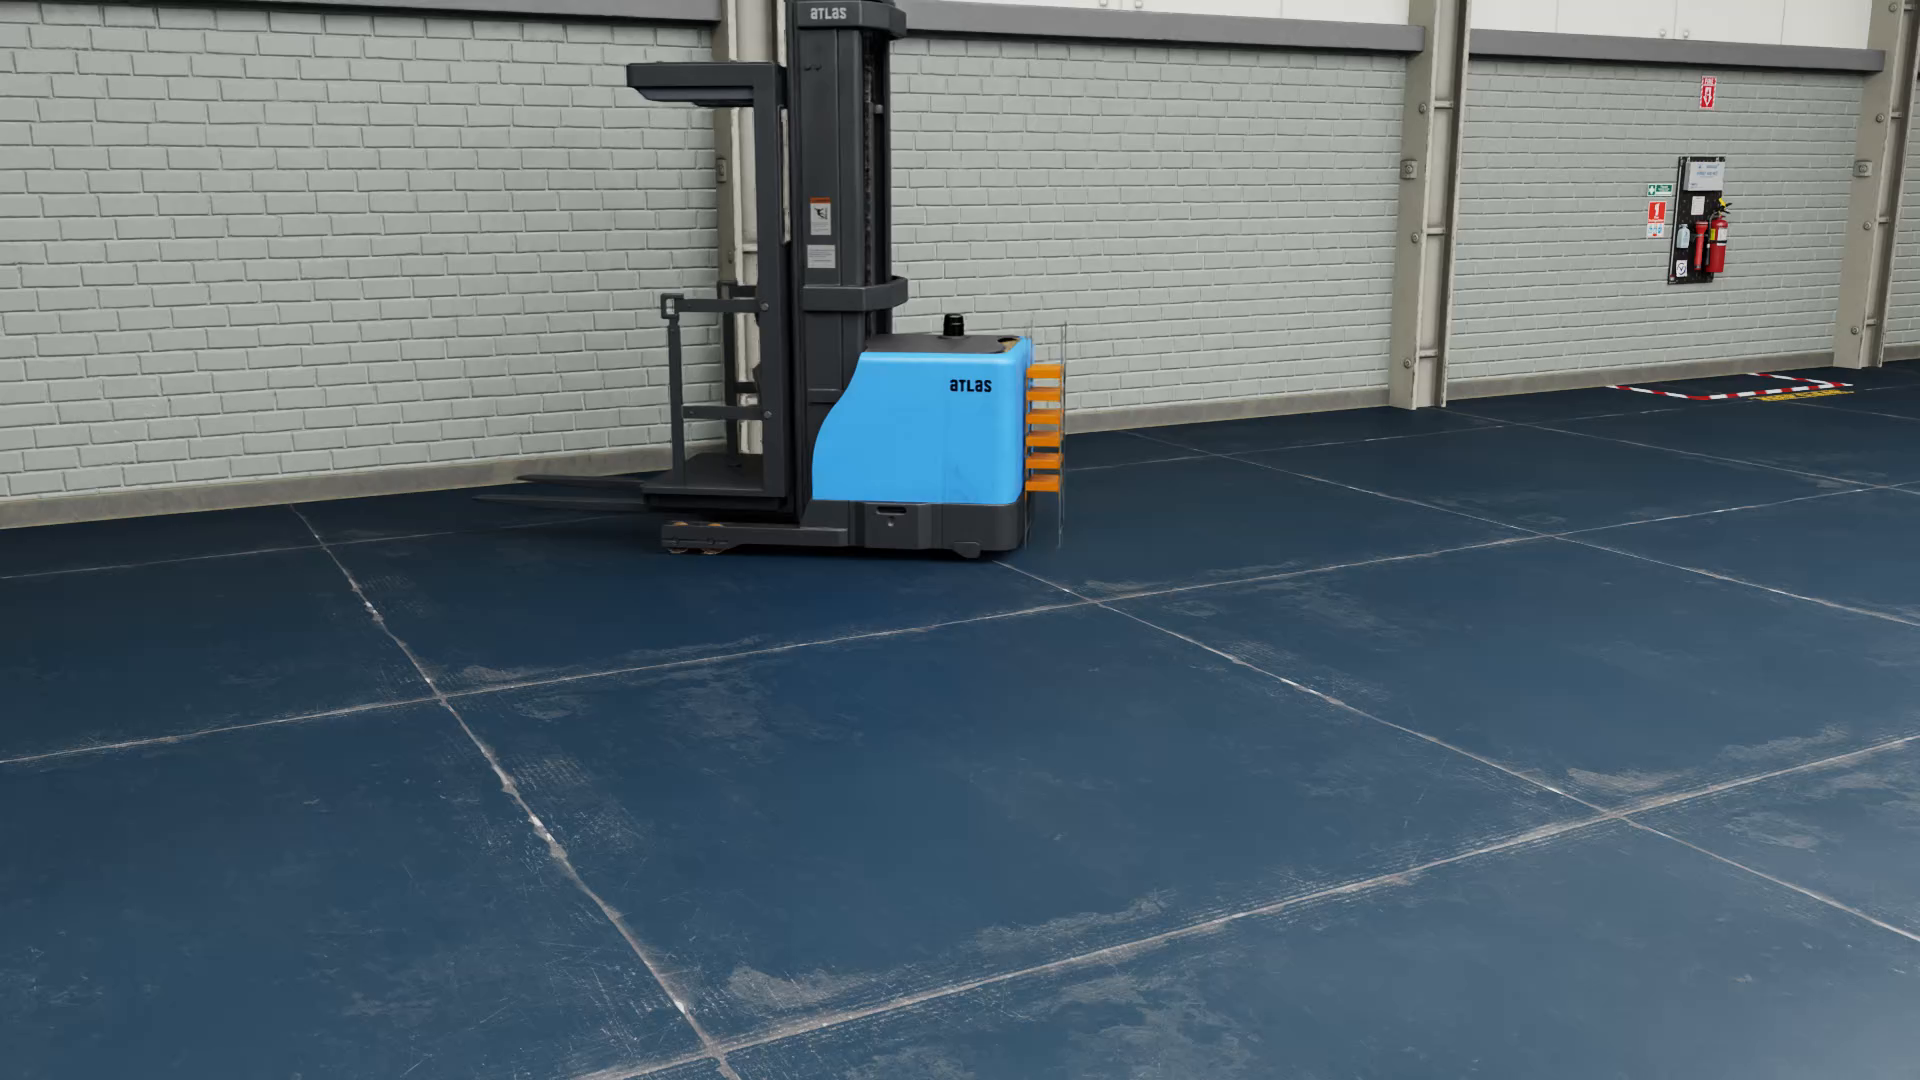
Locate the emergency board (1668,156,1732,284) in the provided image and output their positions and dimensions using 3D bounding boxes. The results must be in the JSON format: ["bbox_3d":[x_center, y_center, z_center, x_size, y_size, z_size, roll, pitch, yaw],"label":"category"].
[{"bbox_3d":[6.975,-2.988,15.554,0.643,1.169,0.194,-7,14,-28],"label":"emergency board"}]

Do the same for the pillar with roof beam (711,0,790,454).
[{"bbox_3d":[0.692,-4.075,6.722,0.400,9.000,9.100,-7,14,-28],"label":"pillar with roof beam"}]

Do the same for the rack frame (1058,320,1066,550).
[{"bbox_3d":[0.546,-0.561,8.867,0.006,1.200,0.240,2,13,8],"label":"rack frame"}]

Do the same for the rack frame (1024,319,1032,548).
[{"bbox_3d":[0.365,-0.567,8.894,0.006,1.200,0.240,2,13,8],"label":"rack frame"}]

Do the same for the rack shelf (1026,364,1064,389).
[{"bbox_3d":[0.456,-0.871,8.811,0.180,0.103,0.258,2,13,8],"label":"rack shelf"}]

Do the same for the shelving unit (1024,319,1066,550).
[{"bbox_3d":[0.456,-0.564,8.880,0.189,1.200,0.258,2,13,8],"label":"shelving unit"}]

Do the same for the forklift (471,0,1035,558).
[{"bbox_3d":[-1.137,-1.463,8.936,3.031,2.935,1.130,2,13,8],"label":"forklift"}]

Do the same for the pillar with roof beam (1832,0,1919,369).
[{"bbox_3d":[11.225,-5.338,12.331,0.400,9.000,9.100,-7,14,-28],"label":"pillar with roof beam"}]

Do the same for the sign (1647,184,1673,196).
[{"bbox_3d":[6.448,-3.224,15.316,0.331,0.109,0.001,-7,14,-28],"label":"sign"}]

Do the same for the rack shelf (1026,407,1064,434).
[{"bbox_3d":[0.456,-0.637,8.864,0.180,0.103,0.258,2,13,8],"label":"rack shelf"}]

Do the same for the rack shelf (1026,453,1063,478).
[{"bbox_3d":[0.456,-0.403,8.916,0.180,0.103,0.258,2,13,8],"label":"rack shelf"}]

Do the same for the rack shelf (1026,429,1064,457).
[{"bbox_3d":[0.456,-0.520,8.890,0.180,0.103,0.258,2,13,8],"label":"rack shelf"}]

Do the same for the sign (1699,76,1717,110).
[{"bbox_3d":[6.920,-4.137,15.381,0.199,0.298,0.001,-7,14,-28],"label":"sign"}]

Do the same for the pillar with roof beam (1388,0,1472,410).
[{"bbox_3d":[5.958,-4.706,9.526,0.400,9.000,9.100,-7,14,-28],"label":"pillar with roof beam"}]

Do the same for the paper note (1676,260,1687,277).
[{"bbox_3d":[6.786,-2.553,15.627,0.142,0.148,0.016,-7,14,-28],"label":"paper note"}]

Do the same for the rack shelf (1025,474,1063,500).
[{"bbox_3d":[0.456,-0.286,8.943,0.180,0.103,0.258,2,13,8],"label":"rack shelf"}]

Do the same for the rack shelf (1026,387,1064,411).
[{"bbox_3d":[0.456,-0.754,8.837,0.180,0.103,0.258,2,13,8],"label":"rack shelf"}]

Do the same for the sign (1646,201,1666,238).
[{"bbox_3d":[6.440,-2.967,15.380,0.234,0.329,0.001,-7,14,-28],"label":"sign"}]
